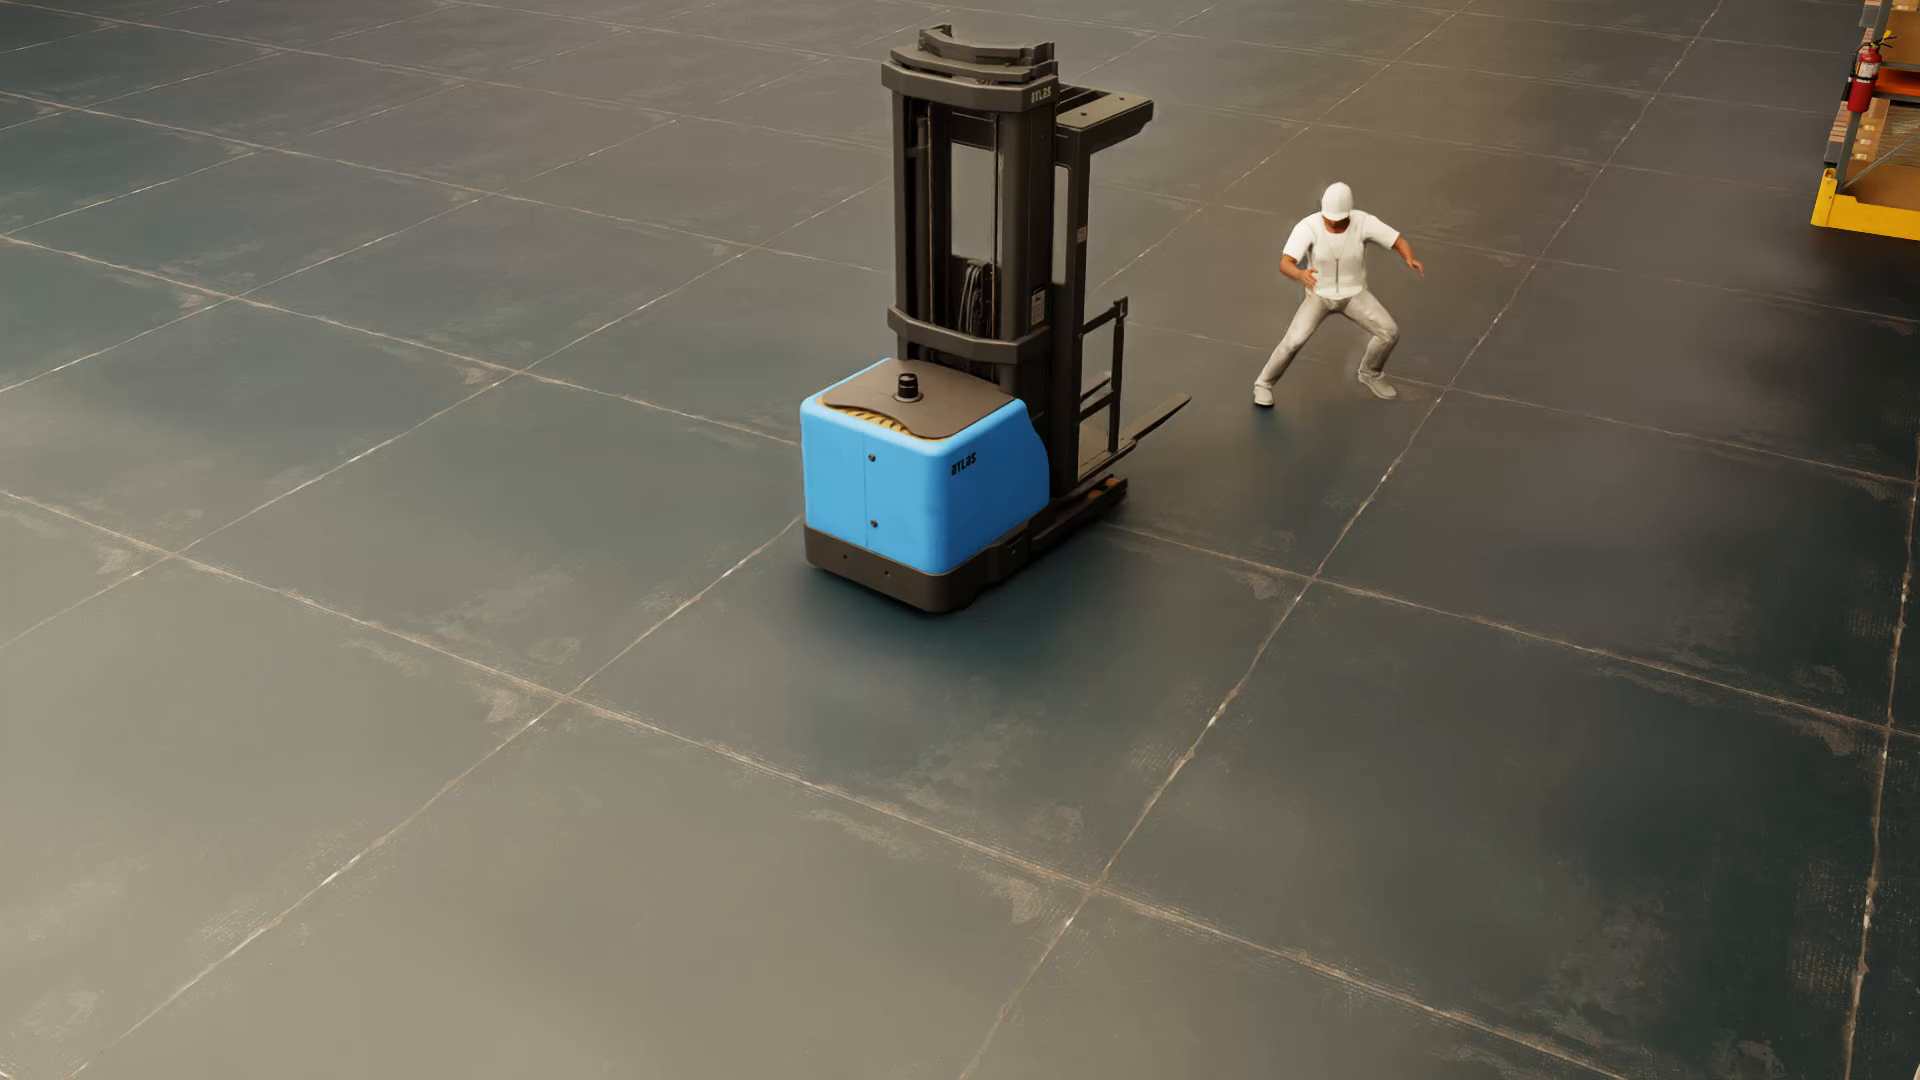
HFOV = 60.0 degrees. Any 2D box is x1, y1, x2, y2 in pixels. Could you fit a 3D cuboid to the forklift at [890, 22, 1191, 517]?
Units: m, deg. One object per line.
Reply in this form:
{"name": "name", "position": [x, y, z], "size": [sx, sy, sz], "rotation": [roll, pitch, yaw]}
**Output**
{"name": "forklift", "position": [0.390, -1.546, 9.749], "size": [1.121, 2.935, 3.031], "rotation": [21, 36, 31]}

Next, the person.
{"name": "person", "position": [2.593, -1.661, 11.354], "size": [1.037, 1.534, 0.766], "rotation": [4, 30, 7]}
